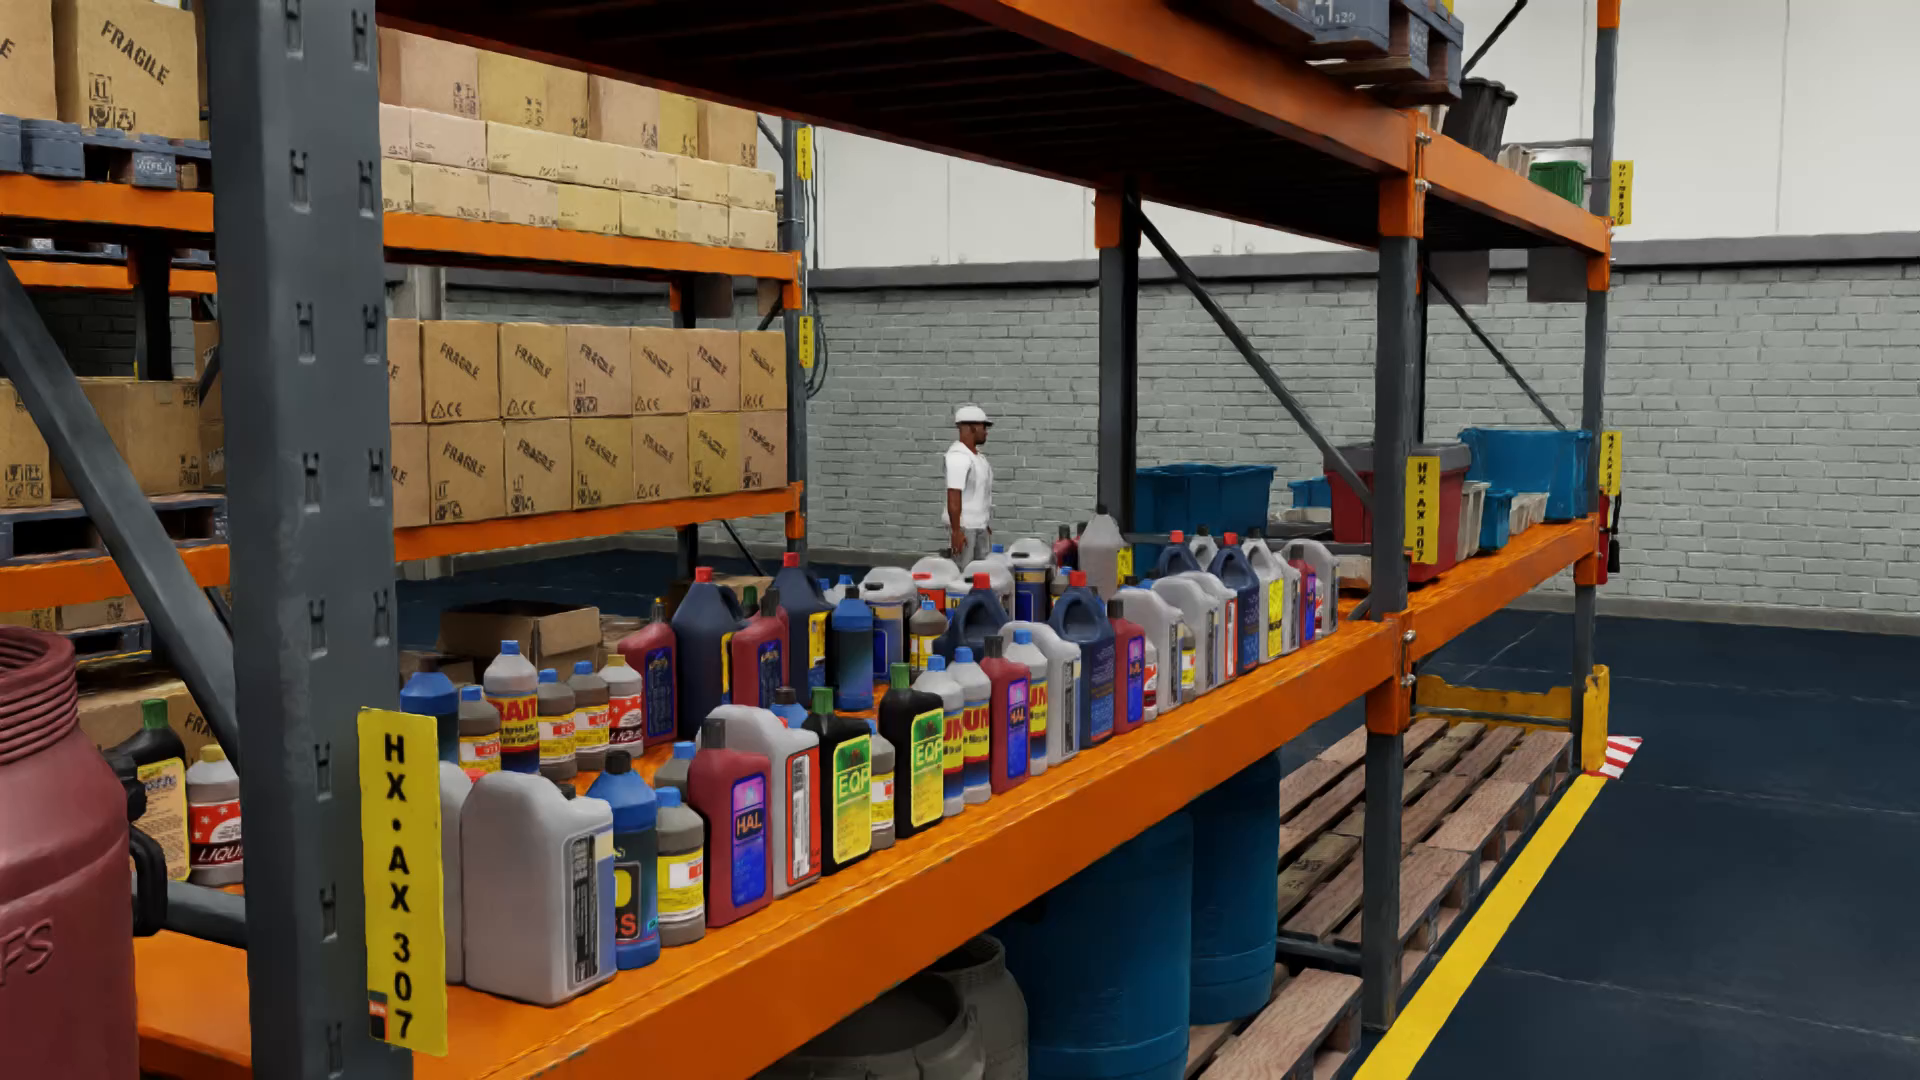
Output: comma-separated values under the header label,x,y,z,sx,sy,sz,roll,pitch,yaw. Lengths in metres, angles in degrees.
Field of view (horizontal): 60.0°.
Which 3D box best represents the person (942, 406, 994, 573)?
label,x,y,z,sx,sy,sz,roll,pitch,yaw
person,0.113,-0.104,12.240,0.530,1.765,0.647,2,6,17
